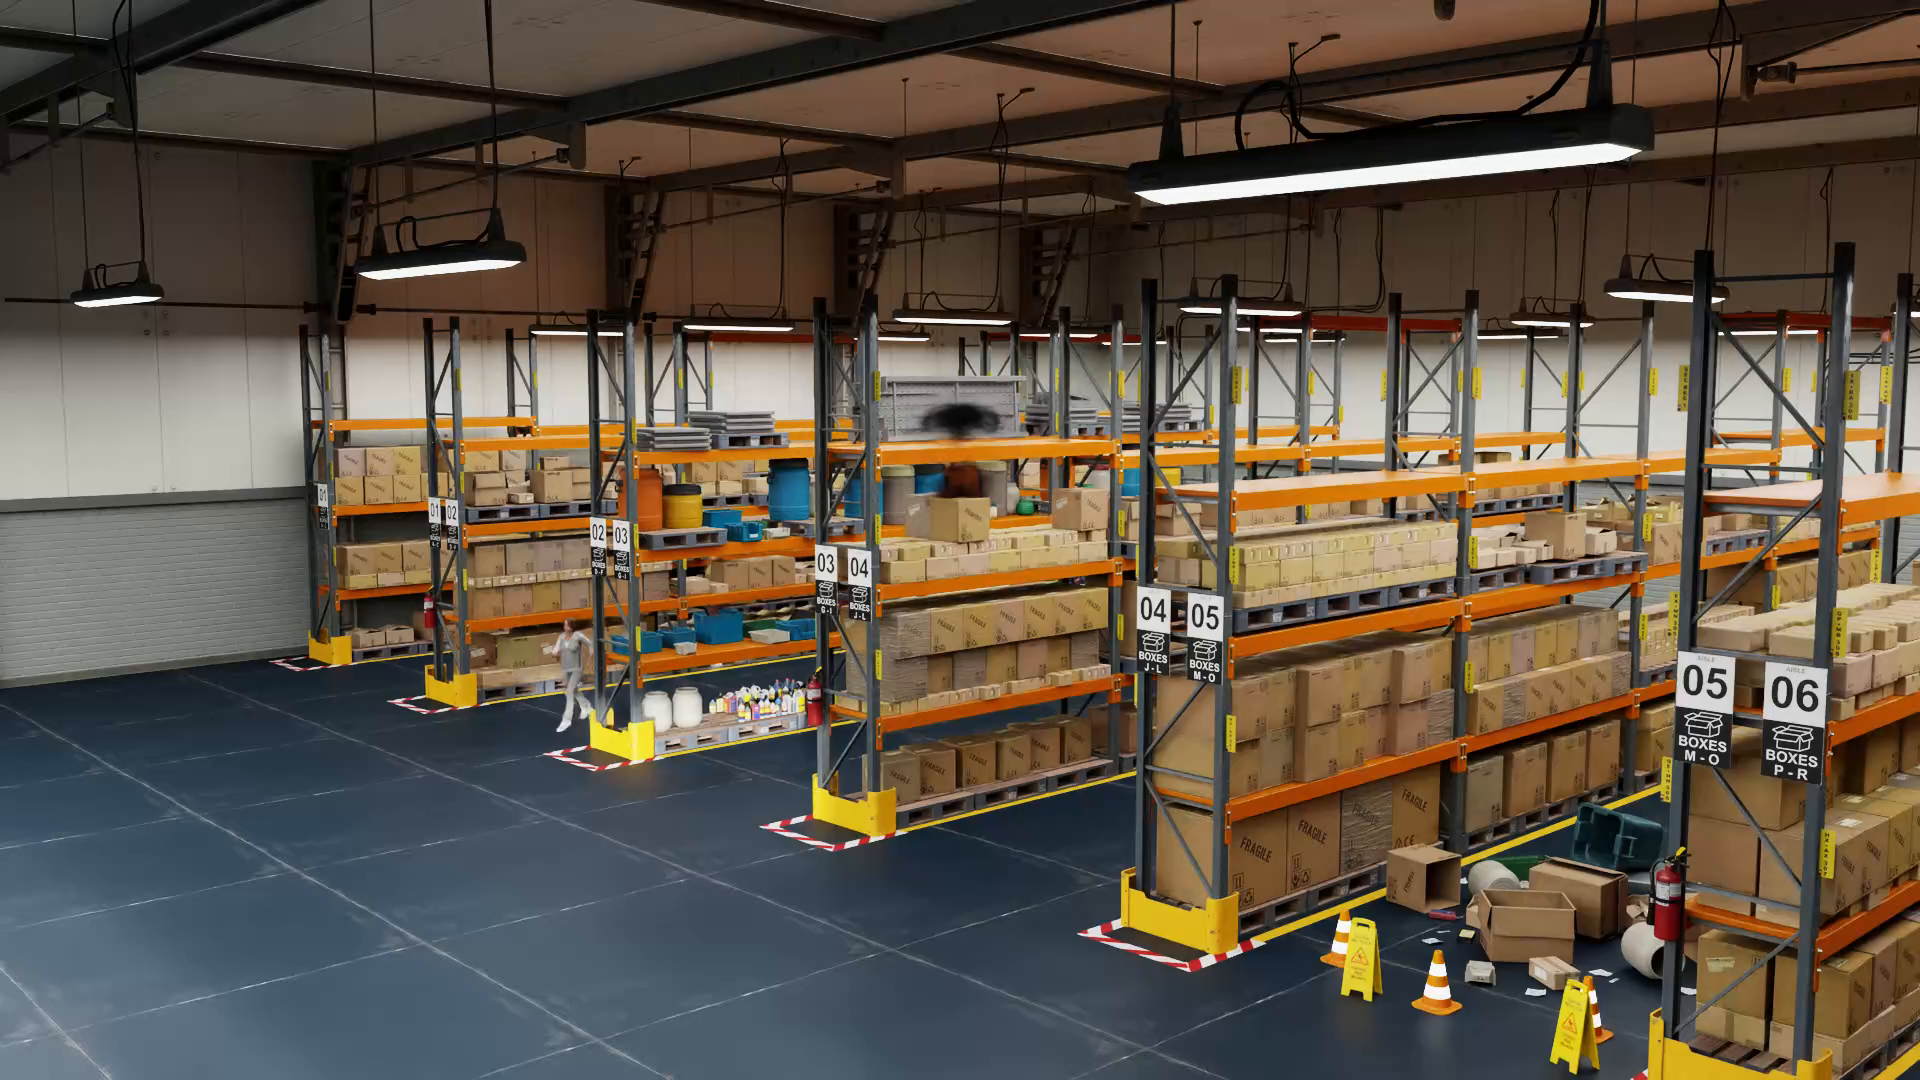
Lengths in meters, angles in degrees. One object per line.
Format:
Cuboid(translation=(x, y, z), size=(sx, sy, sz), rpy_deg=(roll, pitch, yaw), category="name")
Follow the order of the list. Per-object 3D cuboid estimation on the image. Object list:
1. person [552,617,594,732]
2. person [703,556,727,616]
Cuboid(translation=(-5.616, 1.921, 24.154), size=(0.508, 1.581, 0.861), rpy_deg=(3, 6, 23), category="person")
Cuboid(translation=(-4.740, 1.034, 32.585), size=(0.528, 1.718, 0.839), rpy_deg=(6, 8, 45), category="person")
